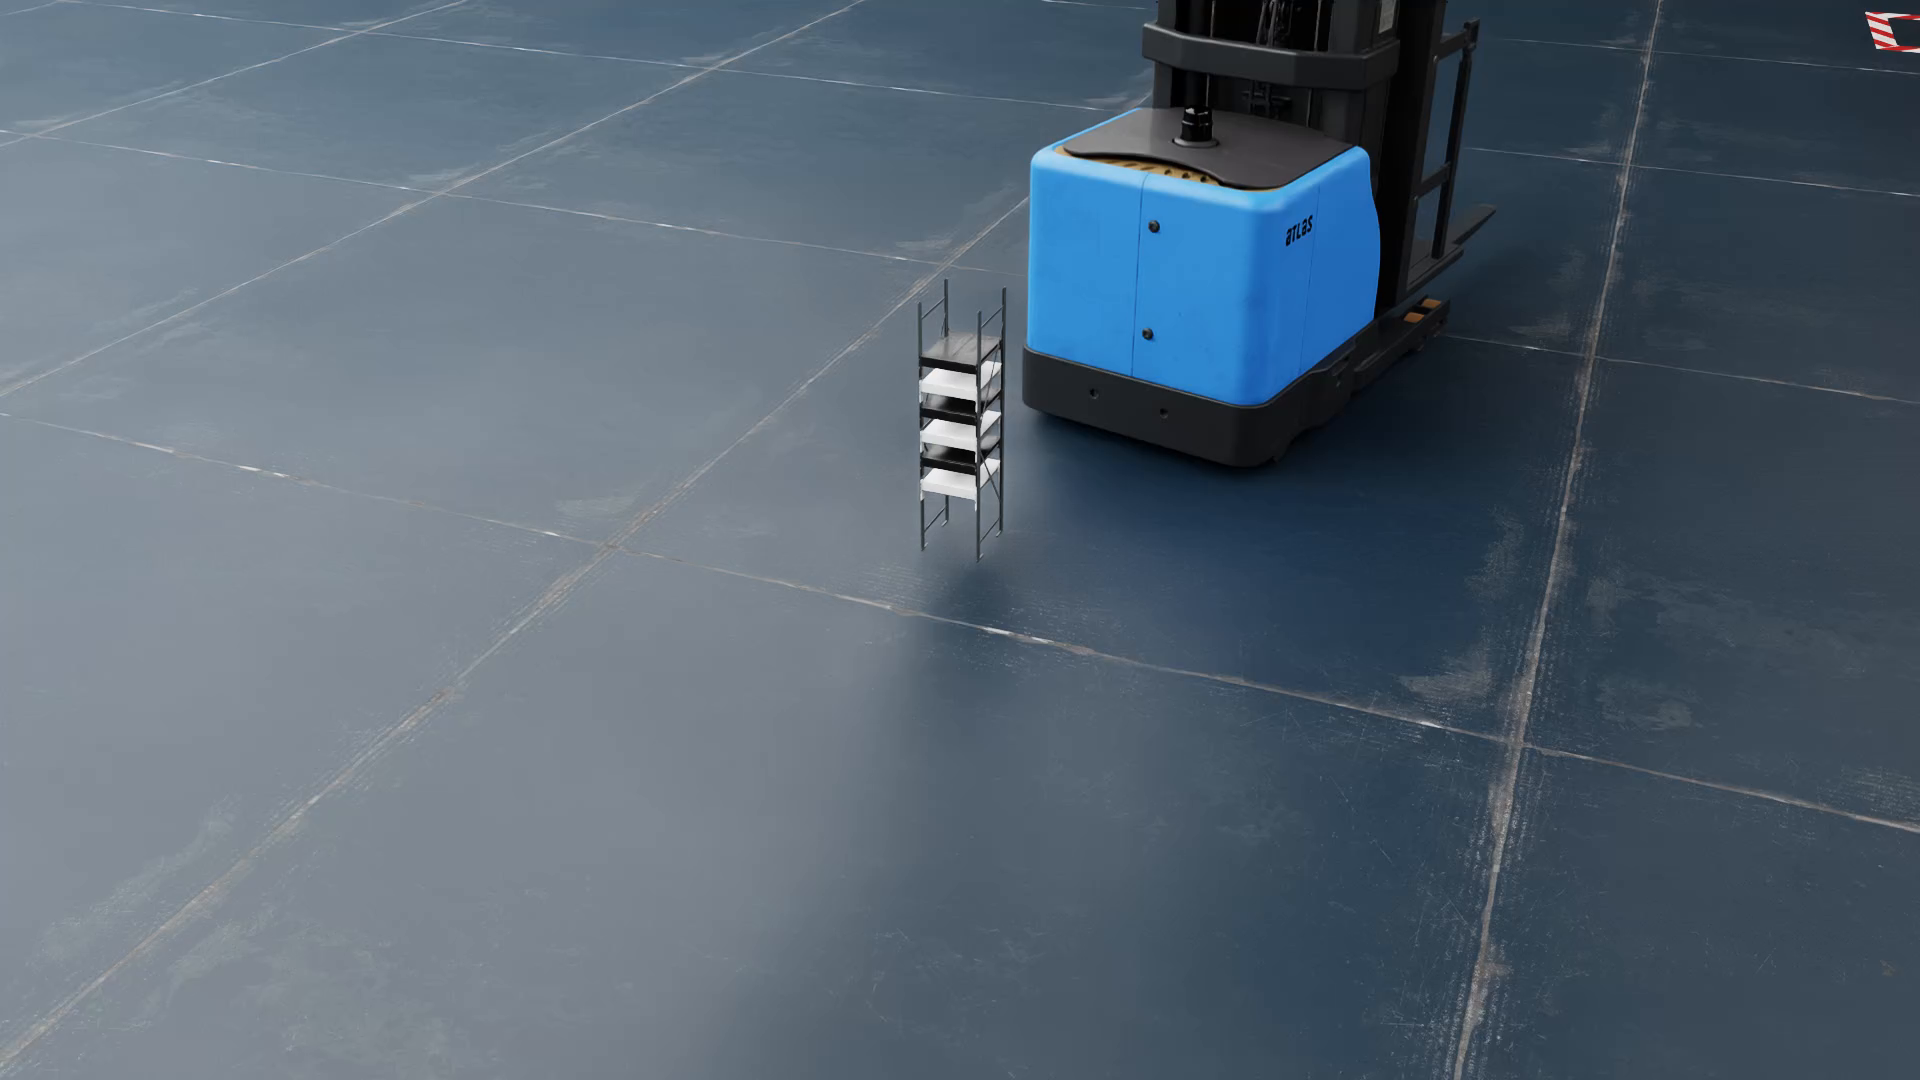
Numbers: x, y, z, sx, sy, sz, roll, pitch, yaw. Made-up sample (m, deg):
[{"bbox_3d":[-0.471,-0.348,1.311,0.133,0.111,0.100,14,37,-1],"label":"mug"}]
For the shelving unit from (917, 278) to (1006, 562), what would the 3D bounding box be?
[{"bbox_3d":[0.008,-0.390,5.526,0.210,0.900,0.258,11,31,19],"label":"shelving unit"}]

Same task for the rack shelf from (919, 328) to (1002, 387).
[{"bbox_3d":[0.008,-0.596,5.409,0.200,0.077,0.258,11,31,19],"label":"rack shelf"}]

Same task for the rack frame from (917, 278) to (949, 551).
[{"bbox_3d":[-0.087,-0.409,5.559,0.006,0.900,0.240,11,31,19],"label":"rack frame"}]

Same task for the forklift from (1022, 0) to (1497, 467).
[{"bbox_3d":[1.504,-2.216,6.692,1.130,2.935,3.031,19,35,30],"label":"forklift"}]

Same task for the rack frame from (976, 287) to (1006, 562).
[{"bbox_3d":[0.102,-0.371,5.493,0.006,0.900,0.240,11,31,19],"label":"rack frame"}]

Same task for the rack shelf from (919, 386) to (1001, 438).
[{"bbox_3d":[0.008,-0.440,5.498,0.200,0.077,0.258,11,31,19],"label":"rack shelf"}]

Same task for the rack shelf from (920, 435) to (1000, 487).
[{"bbox_3d":[0.008,-0.283,5.587,0.200,0.077,0.258,11,31,19],"label":"rack shelf"}]

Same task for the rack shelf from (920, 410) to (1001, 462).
[{"bbox_3d":[0.008,-0.361,5.542,0.200,0.077,0.258,11,31,19],"label":"rack shelf"}]

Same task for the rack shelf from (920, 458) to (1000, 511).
[{"bbox_3d":[0.008,-0.205,5.631,0.200,0.077,0.258,11,31,19],"label":"rack shelf"}]

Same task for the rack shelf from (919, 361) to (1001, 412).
[{"bbox_3d":[0.008,-0.518,5.454,0.200,0.077,0.258,11,31,19],"label":"rack shelf"}]
